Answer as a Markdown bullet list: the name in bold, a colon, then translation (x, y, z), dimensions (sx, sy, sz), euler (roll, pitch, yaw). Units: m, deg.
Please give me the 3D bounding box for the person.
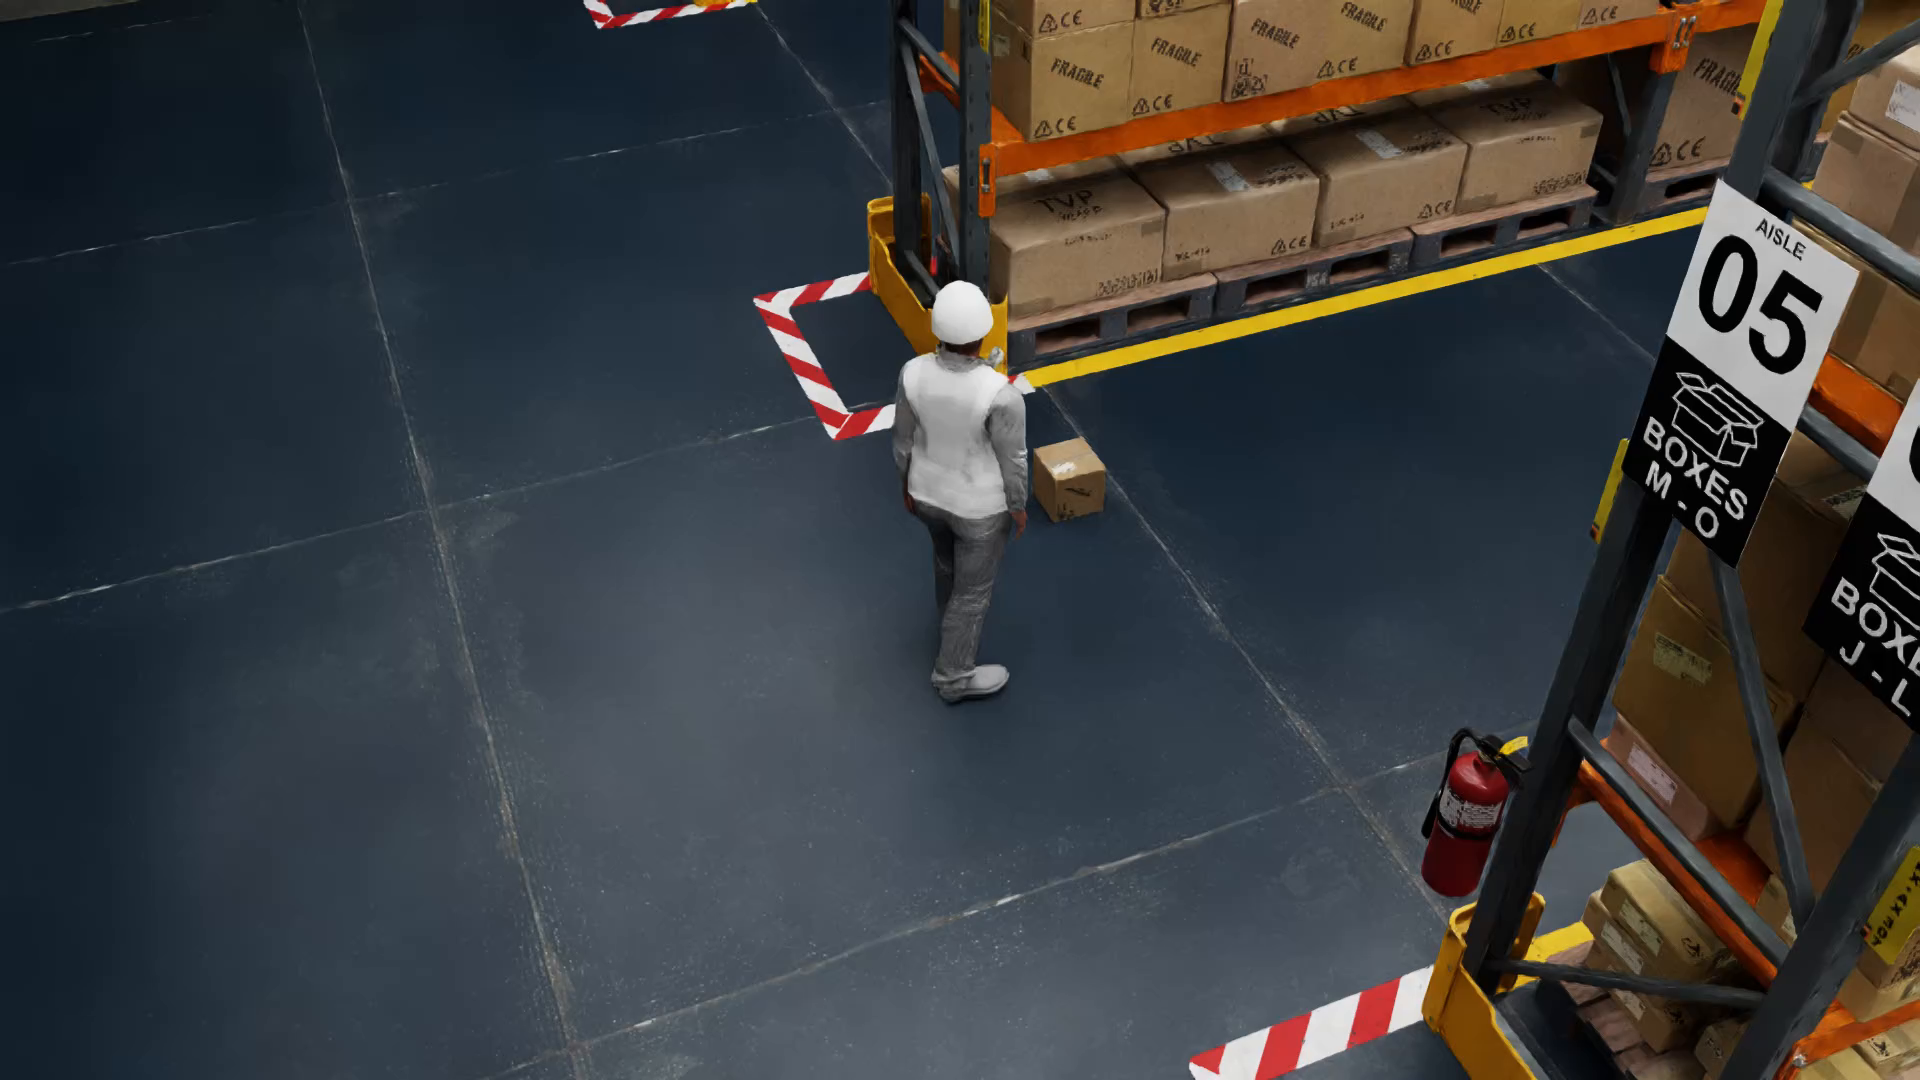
- **person**: translation (0.005, -0.182, 6.346), dimensions (0.554, 1.769, 0.565), euler (24, 47, 25)
